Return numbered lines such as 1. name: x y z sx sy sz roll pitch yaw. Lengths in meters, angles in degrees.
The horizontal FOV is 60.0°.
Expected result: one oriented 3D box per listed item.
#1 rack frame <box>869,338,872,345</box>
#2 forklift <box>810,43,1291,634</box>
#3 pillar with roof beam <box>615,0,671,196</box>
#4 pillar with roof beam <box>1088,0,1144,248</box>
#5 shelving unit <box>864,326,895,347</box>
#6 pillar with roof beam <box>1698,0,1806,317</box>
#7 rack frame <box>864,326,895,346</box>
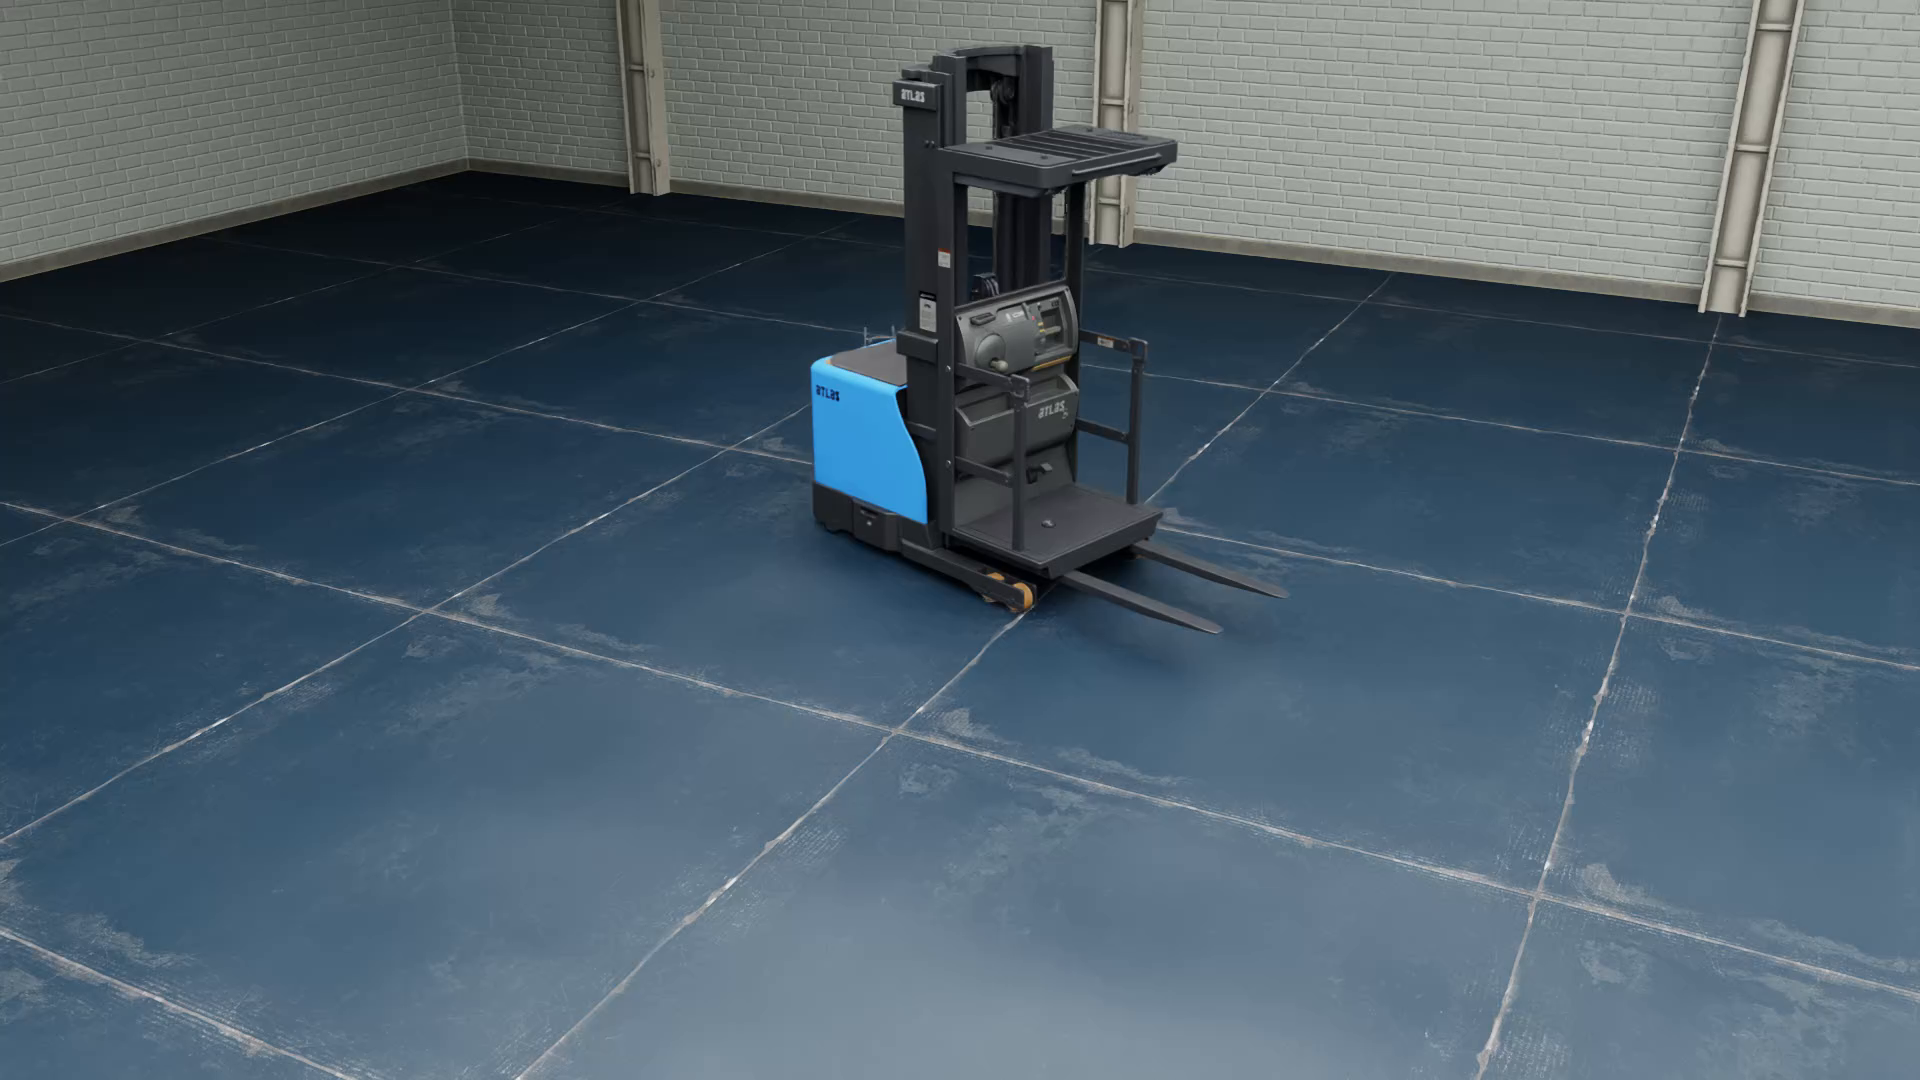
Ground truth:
1. rack frame: -0.482 -0.811 10.814 0.200 1.050 0.008 -4 23 -10
2. forklift: 0.479 -1.172 9.260 3.031 2.935 1.130 21 31 40
3. pillar with roof beam: -5.691 -6.852 14.865 0.400 9.000 9.100 11 25 25
4. pillar with roof beam: -0.336 -5.793 12.373 0.400 9.000 9.100 11 25 25
5. shelving unit: -0.504 -0.858 10.925 0.215 1.050 0.252 -4 23 -10
6. pillar with roof beam: 5.018 -4.734 9.882 0.400 9.000 9.100 11 25 25
7. rack frame: -0.526 -0.904 11.035 0.200 1.050 0.008 -4 23 -10
